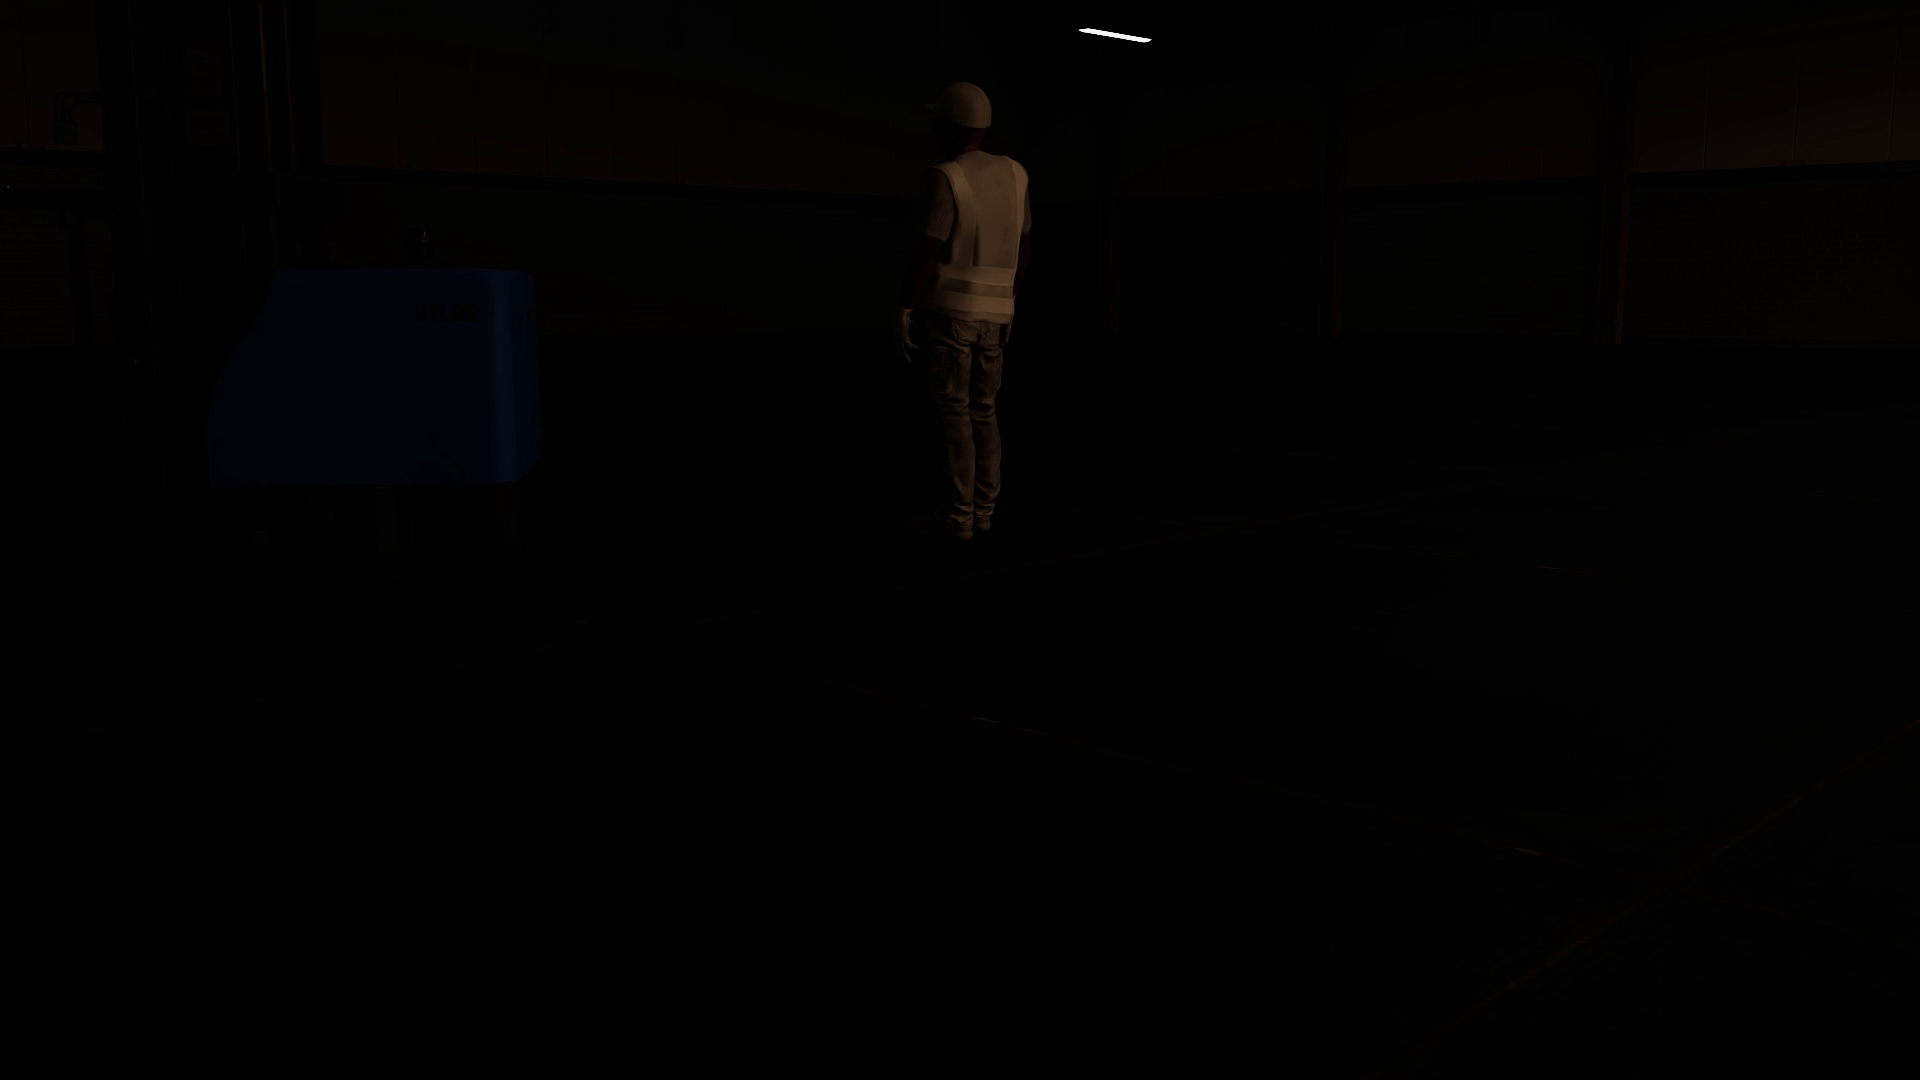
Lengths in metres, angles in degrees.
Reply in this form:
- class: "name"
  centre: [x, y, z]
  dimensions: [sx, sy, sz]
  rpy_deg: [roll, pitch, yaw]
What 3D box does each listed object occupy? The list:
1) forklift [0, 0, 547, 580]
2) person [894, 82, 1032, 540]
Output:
- class: "forklift"
  centre: [-3.159, -1.389, 6.097]
  dimensions: [3.031, 2.935, 1.130]
  rpy_deg: [-1, 9, -9]
- class: "person"
  centre: [-0.046, -0.897, 6.639]
  dimensions: [0.577, 1.781, 0.656]
  rpy_deg: [8, 12, 43]
